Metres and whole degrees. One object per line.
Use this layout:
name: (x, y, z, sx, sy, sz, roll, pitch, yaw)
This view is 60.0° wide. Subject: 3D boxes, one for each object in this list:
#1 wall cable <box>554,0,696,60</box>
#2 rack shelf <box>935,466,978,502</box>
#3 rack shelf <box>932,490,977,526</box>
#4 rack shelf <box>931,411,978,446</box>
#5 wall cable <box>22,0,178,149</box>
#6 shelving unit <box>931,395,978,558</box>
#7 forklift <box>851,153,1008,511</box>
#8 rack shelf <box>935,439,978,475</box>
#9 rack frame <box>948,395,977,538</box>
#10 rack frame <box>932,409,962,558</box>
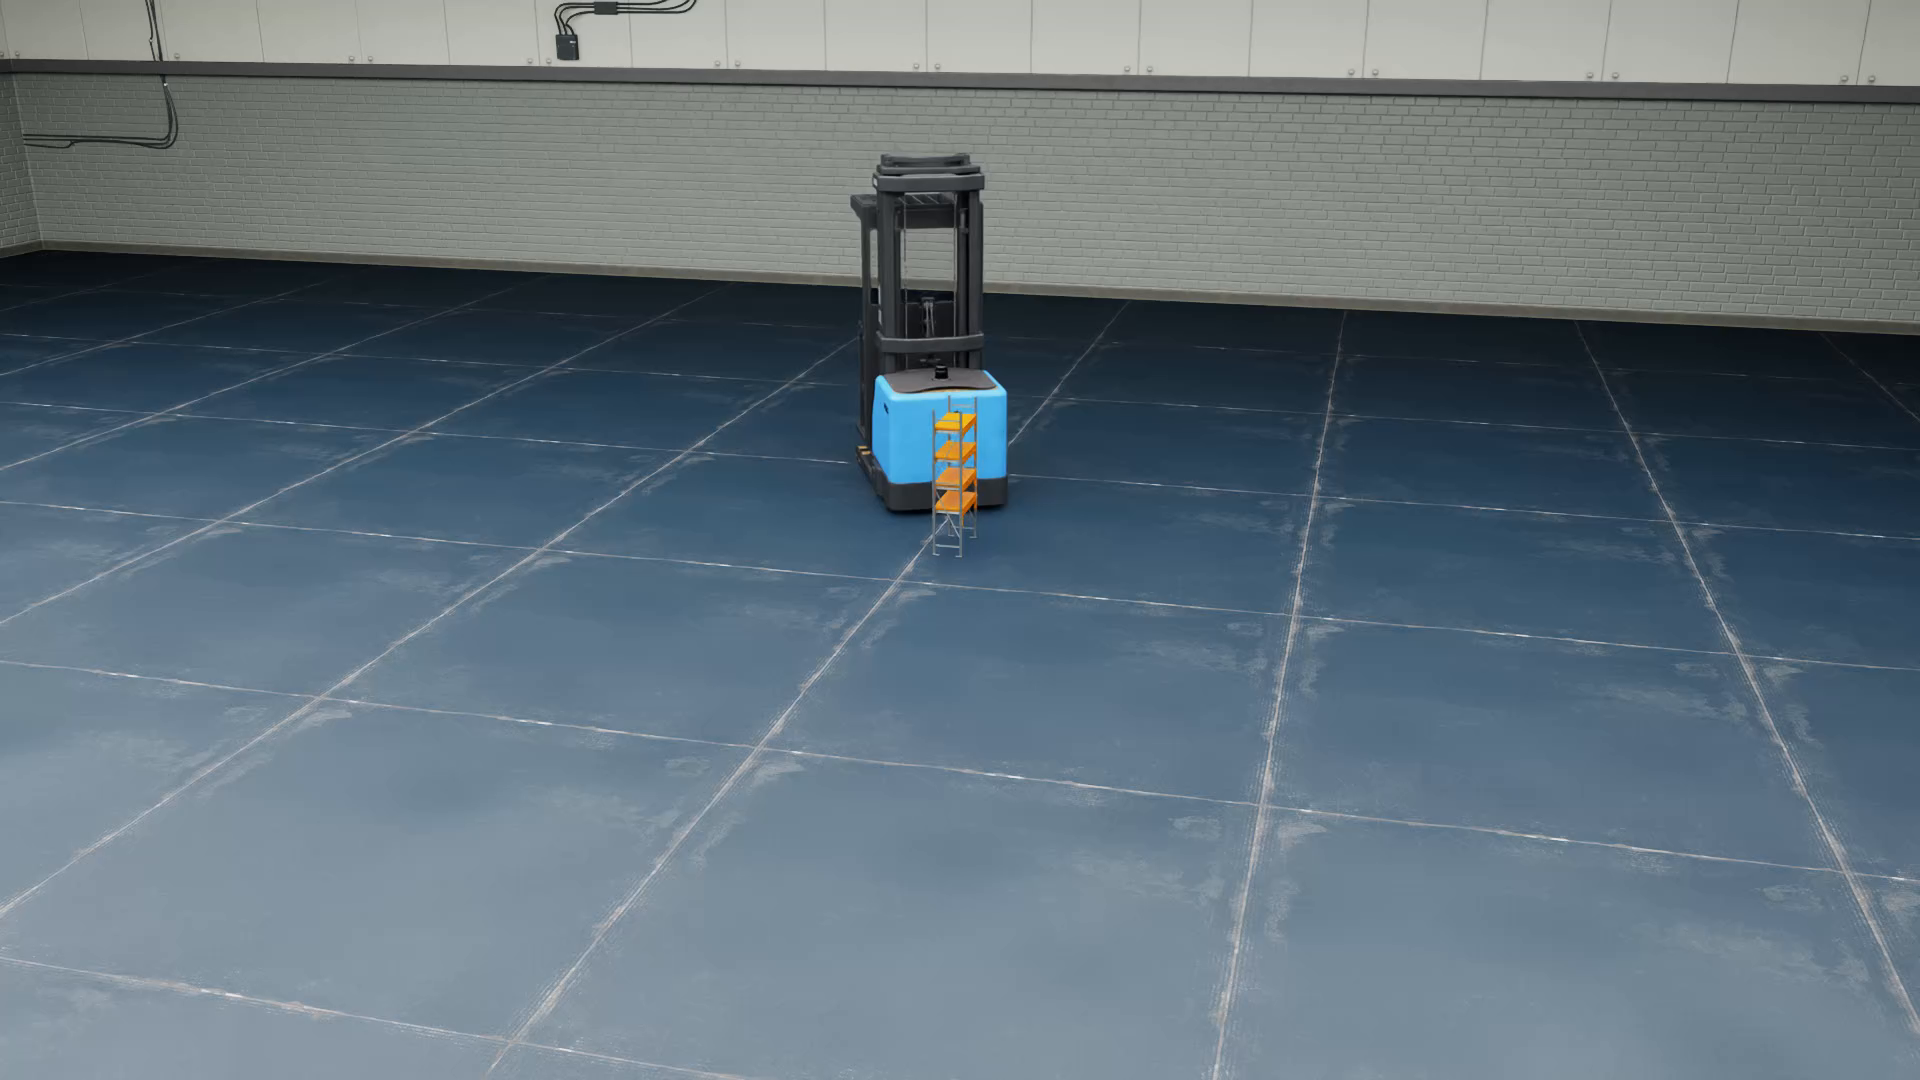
wall cable: (-4.846, -9.887, 23.451, 2.305, 6.003, 0.169, 5, 19, 13)
rack shelf: (-0.040, -0.452, 13.363, 0.258, 0.148, 0.480, 5, 19, 13)
rack shelf: (-0.040, -0.264, 13.428, 0.258, 0.148, 0.480, 5, 19, 13)
rack shelf: (-0.040, -0.888, 13.215, 0.258, 0.148, 0.480, 5, 19, 13)
wall cable: (-14.048, -7.563, 26.712, 3.097, 2.526, 0.112, 5, 19, 13)
shelving unit: (-0.040, -0.516, 13.342, 0.258, 1.200, 0.503, 5, 19, 13)
forklift: (-0.384, -2.075, 15.229, 1.130, 2.935, 3.031, -4, 19, -11)
rack shelf: (-0.040, -0.664, 13.291, 0.258, 0.148, 0.480, 5, 19, 13)
rack frame: (0.019, -0.592, 13.566, 0.240, 1.200, 0.015, 5, 19, 13)
rack frame: (-0.100, -0.439, 13.118, 0.240, 1.200, 0.015, 5, 19, 13)
